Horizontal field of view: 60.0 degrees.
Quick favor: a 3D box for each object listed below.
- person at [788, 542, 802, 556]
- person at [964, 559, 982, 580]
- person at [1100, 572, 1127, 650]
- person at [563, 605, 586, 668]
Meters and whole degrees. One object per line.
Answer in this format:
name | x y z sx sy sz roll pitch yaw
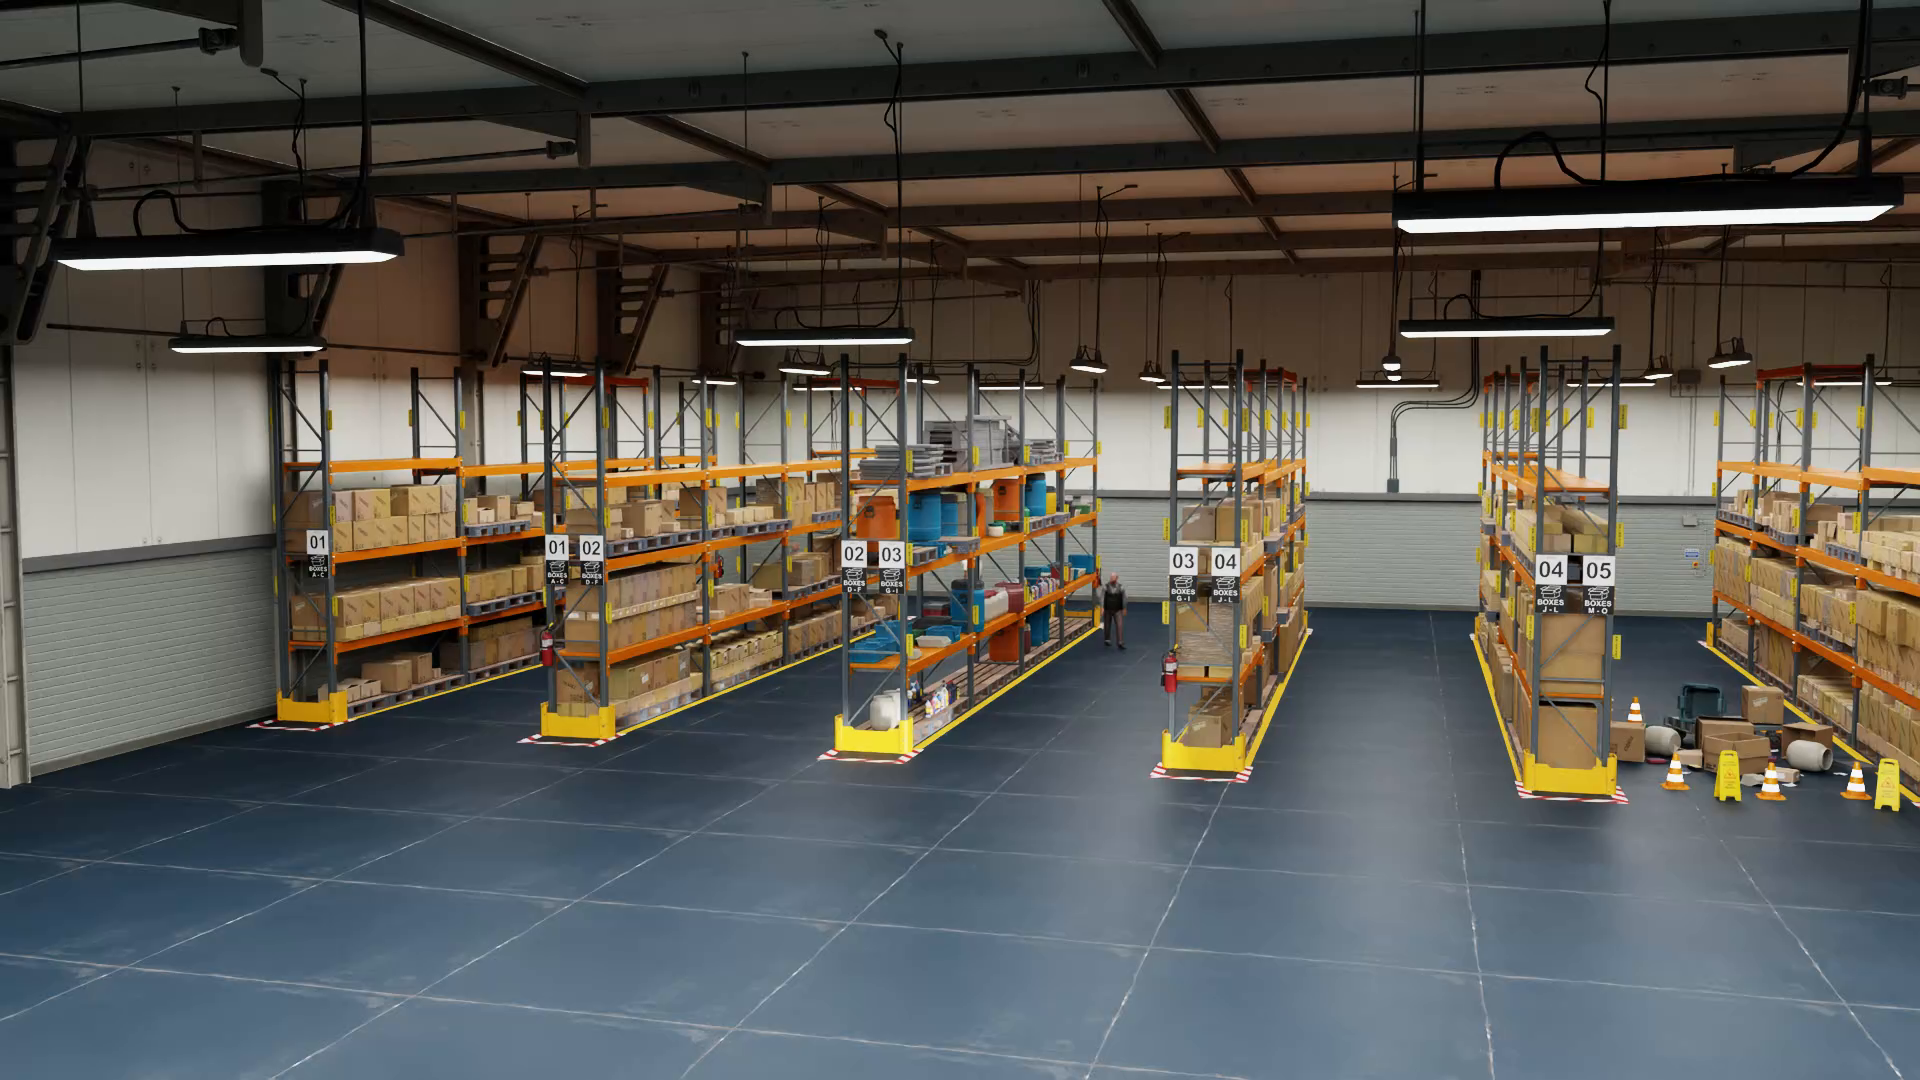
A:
person | -4.357 0.934 44.013 0.583 1.762 0.635 1 4 17
person | 0.327 1.050 42.663 0.731 1.751 0.574 2 4 22
person | 3.368 1.540 36.319 0.624 1.662 1.037 0 4 -5
person | -7.602 1.825 32.859 0.501 1.654 0.366 -3 5 -37
